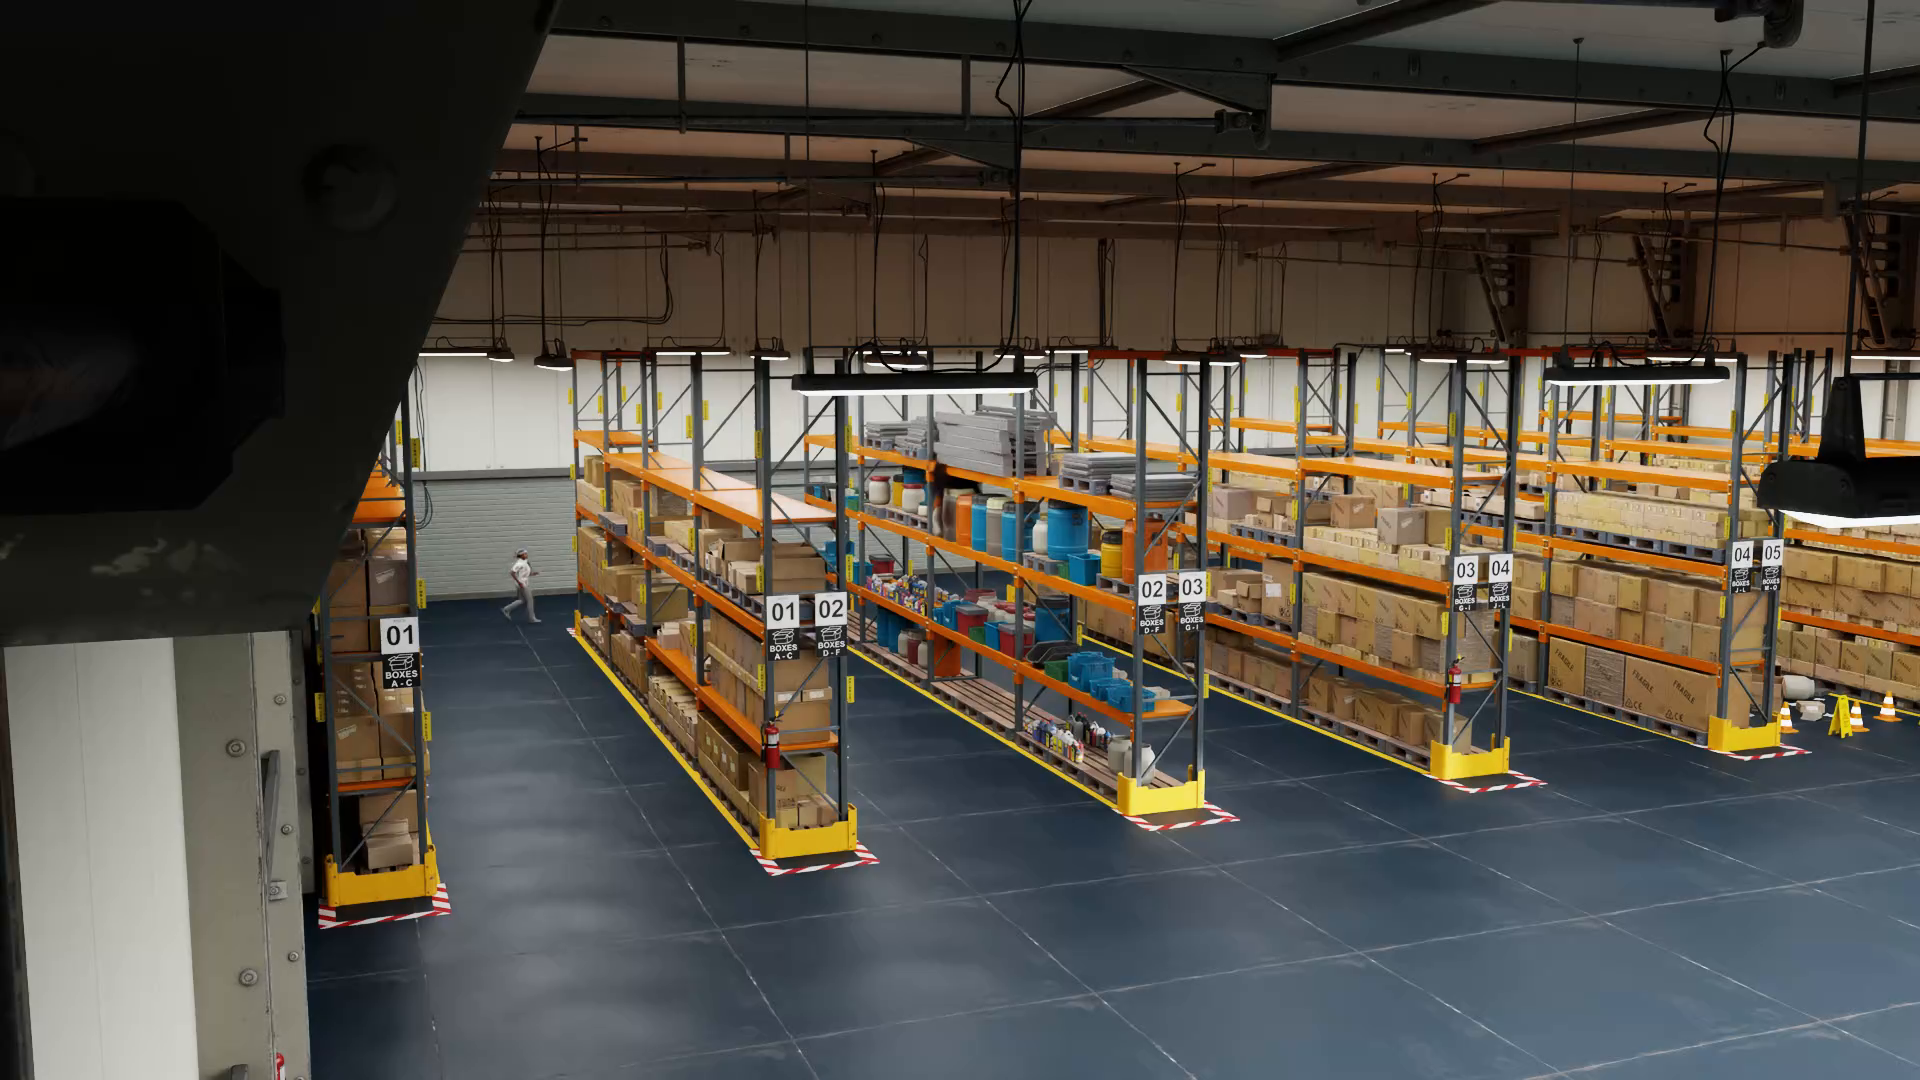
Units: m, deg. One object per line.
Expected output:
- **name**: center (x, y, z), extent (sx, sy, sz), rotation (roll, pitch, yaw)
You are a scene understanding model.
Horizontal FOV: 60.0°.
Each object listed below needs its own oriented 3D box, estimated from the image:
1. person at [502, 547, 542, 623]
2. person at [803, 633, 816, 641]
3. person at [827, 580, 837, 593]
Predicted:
- **person**: center (-9.576, 0.985, 36.232), extent (0.858, 1.674, 0.568), rotation (-1, 7, -11)
- **person**: center (-2.602, 1.974, 28.464), extent (0.566, 1.694, 0.853), rotation (-3, 8, -23)
- **person**: center (-2.860, 0.775, 38.045), extent (0.674, 1.665, 0.751), rotation (0, 7, 0)
